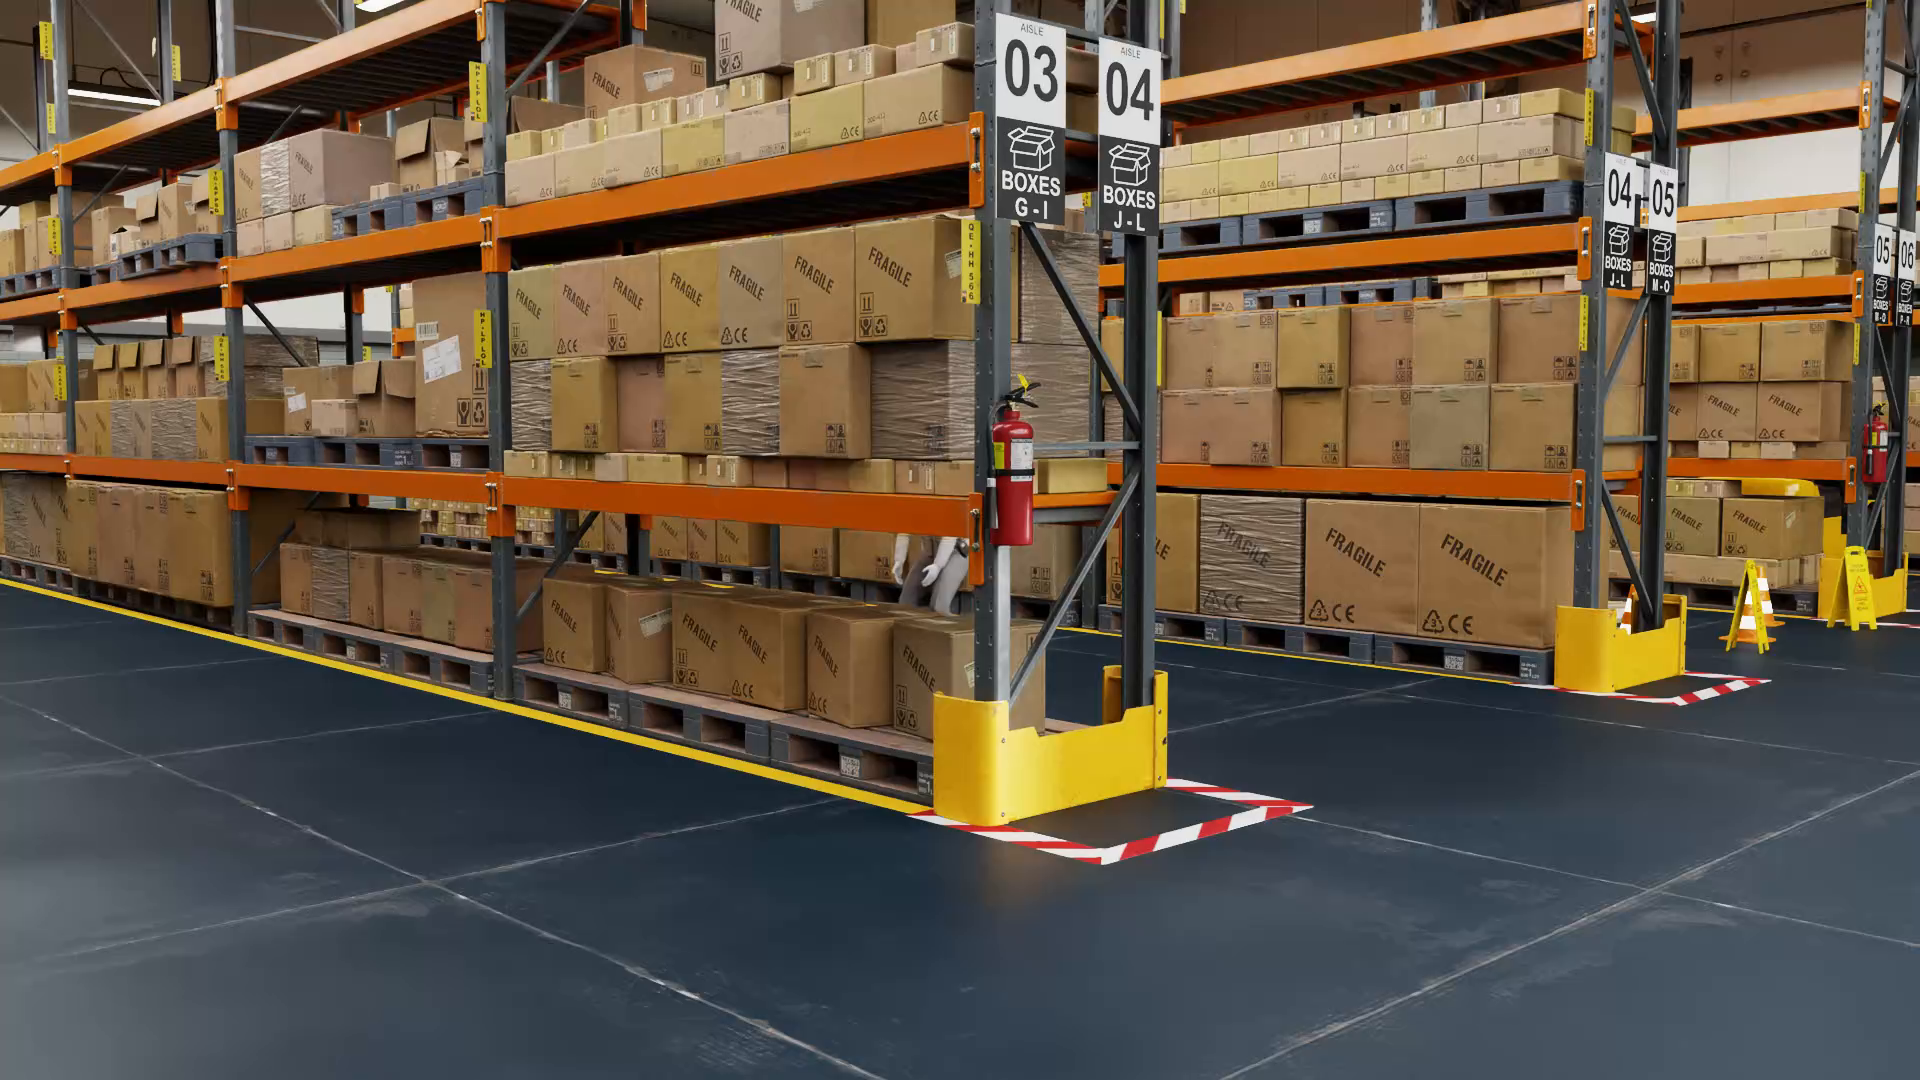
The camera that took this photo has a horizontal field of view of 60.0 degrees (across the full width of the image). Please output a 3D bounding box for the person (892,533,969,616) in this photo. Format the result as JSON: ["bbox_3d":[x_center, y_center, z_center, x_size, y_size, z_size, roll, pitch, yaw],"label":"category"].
[{"bbox_3d":[-0.177,0.122,10.710,0.634,1.479,0.531,-4,6,-43],"label":"person"}]
